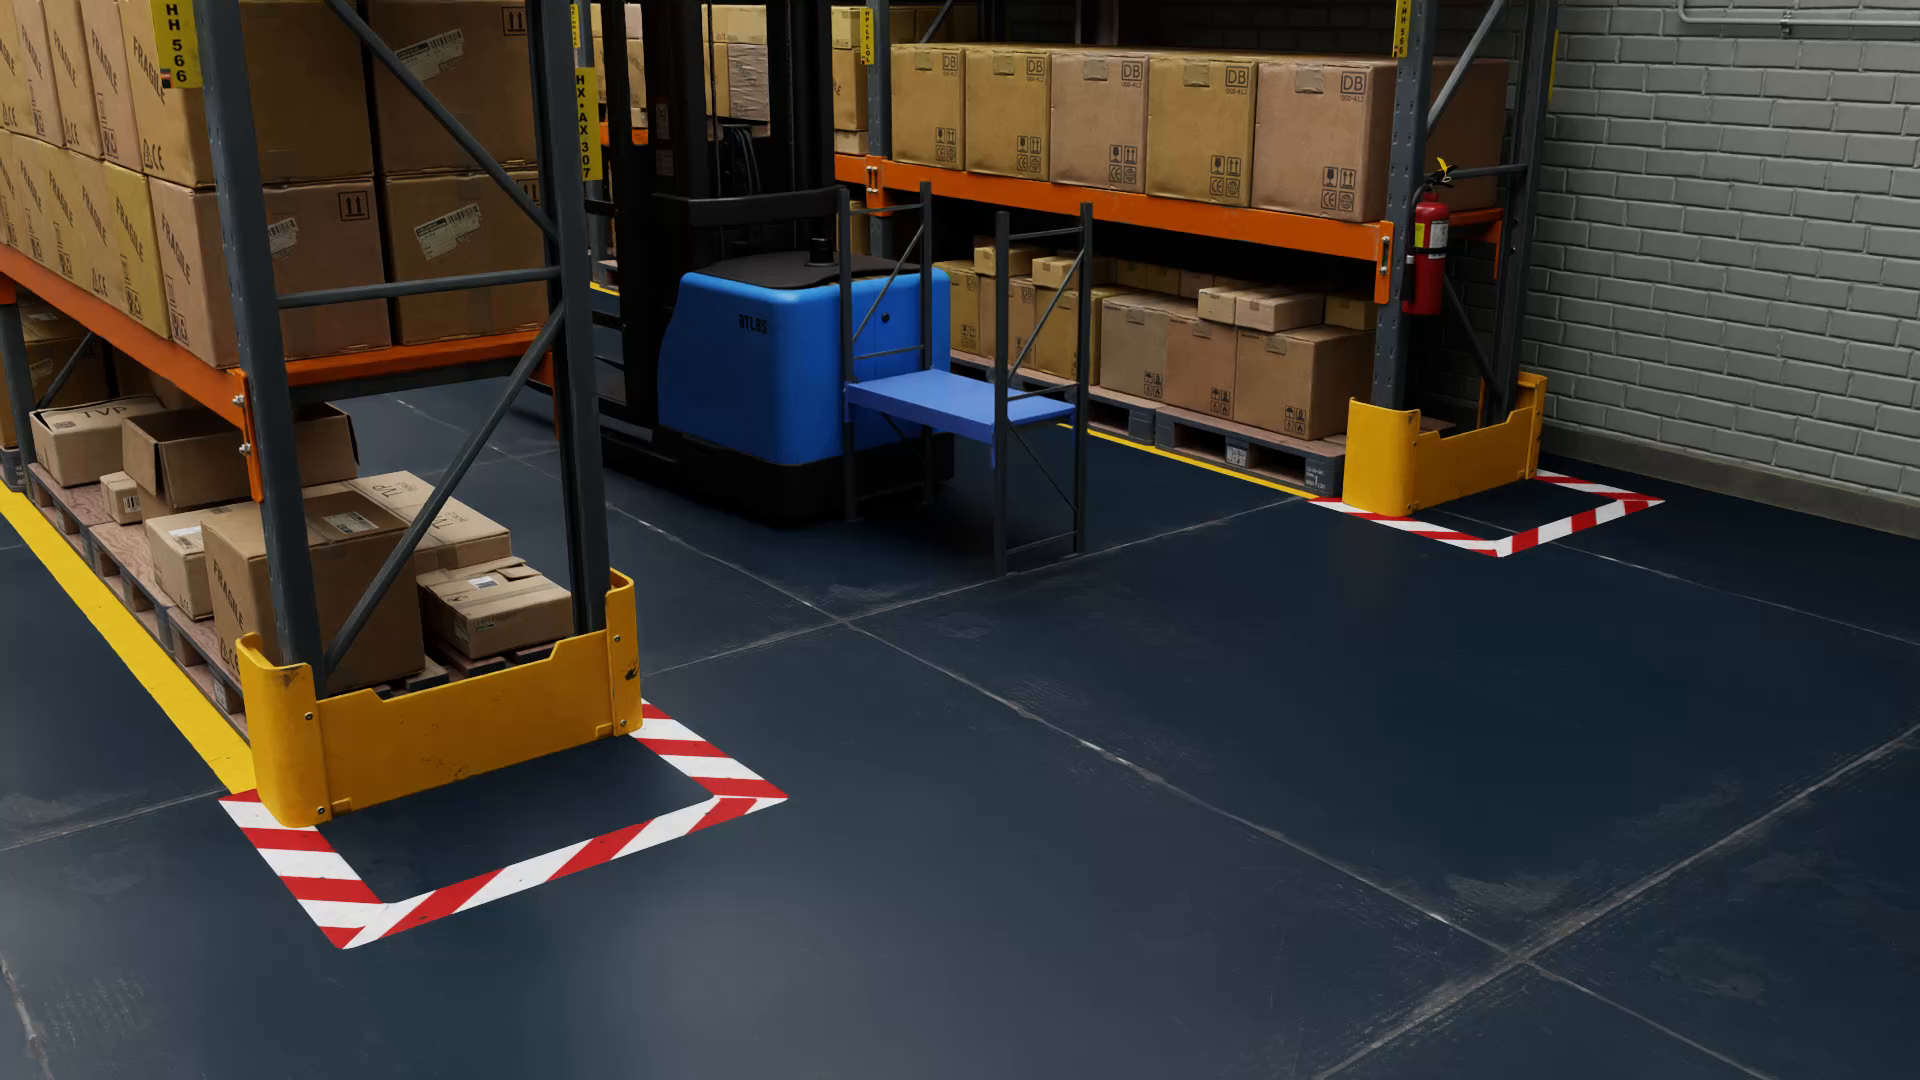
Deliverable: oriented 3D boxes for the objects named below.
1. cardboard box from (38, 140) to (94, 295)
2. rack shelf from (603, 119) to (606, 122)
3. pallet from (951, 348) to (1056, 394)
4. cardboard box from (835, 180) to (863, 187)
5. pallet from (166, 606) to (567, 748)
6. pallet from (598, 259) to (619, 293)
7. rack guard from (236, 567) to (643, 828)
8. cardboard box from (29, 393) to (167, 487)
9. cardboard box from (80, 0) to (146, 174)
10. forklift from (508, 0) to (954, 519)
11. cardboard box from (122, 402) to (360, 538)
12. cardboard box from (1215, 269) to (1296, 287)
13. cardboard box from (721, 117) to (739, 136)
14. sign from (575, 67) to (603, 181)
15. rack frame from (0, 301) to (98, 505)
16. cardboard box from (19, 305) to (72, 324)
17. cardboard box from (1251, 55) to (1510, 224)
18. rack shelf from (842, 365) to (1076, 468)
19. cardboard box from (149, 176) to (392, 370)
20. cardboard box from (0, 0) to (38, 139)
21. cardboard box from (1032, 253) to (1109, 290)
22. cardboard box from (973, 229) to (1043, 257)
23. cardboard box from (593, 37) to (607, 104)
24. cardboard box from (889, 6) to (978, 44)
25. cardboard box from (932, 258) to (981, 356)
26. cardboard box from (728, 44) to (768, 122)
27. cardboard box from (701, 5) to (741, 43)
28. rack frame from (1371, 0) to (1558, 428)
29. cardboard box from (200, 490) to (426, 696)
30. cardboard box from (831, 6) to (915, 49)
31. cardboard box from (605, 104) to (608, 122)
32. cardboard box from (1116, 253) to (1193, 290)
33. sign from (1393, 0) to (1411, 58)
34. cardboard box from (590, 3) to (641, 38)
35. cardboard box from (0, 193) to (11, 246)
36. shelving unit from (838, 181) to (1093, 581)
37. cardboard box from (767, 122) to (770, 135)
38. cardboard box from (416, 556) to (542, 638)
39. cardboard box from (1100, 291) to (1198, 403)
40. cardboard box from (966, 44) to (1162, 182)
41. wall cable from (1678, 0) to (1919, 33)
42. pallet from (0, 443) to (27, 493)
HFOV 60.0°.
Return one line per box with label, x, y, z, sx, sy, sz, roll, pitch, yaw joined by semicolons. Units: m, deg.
cardboard box;-2.977;-1.195;6.042;0.500;0.500;0.500;-14;23;-37
rack shelf;-3.870;-3.806;15.228;1.077;0.370;4.000;-14;23;-36
pallet;0.266;-1.142;10.477;1.003;0.211;1.213;-14;23;-36
cardboard box;-1.204;-2.201;11.989;0.750;0.750;0.750;-13;22;-34
pallet;-2.085;0.394;5.839;1.003;0.211;1.213;-14;23;-36
pallet;-2.198;-2.122;13.434;1.003;0.211;1.213;-14;23;-36
rack guard;-1.589;0.453;5.201;1.175;0.500;0.348;-14;23;-36
cardboard box;-3.935;-0.488;7.641;0.500;0.311;0.500;-14;23;-36
cardboard box;-2.348;-1.418;5.123;0.500;0.500;0.500;-13;22;-35
forklift;-1.386;-1.877;8.368;1.130;2.935;3.031;-16;24;-39
cardboard box;-2.855;-0.263;6.656;0.797;0.503;0.637;-14;23;-36
cardboard box;1.590;-1.351;8.948;0.380;0.149;0.250;-14;23;-36
cardboard box;-1.487;-2.976;11.947;0.380;0.149;0.250;-13;22;-34
sign;-1.117;-1.232;4.935;0.100;0.325;0.005;-14;23;-36
rack frame;-4.026;-1.701;7.728;1.000;3.000;0.127;-14;23;-36
cardboard box;-4.857;-0.912;8.623;0.500;0.500;0.500;-14;23;-36
cardboard box;2.014;-1.949;8.000;0.980;0.700;0.700;-13;22;-34
rack shelf;0.005;-0.549;7.208;0.538;0.185;1.000;-15;24;-38
cardboard box;-2.034;-0.820;4.908;0.500;0.500;0.500;-13;22;-34
cardboard box;-3.314;-1.798;6.272;0.500;0.500;0.500;-15;23;-38
cardboard box;0.633;-1.537;9.508;0.380;0.149;0.250;-15;23;-38
cardboard box;0.305;-1.860;10.483;0.380;0.149;0.250;-14;23;-36
cardboard box;-2.527;-3.683;13.049;0.500;0.500;0.500;-13;22;-35
cardboard box;-0.226;-3.387;10.963;0.500;0.250;0.500;-13;22;-34
cardboard box;0.239;-1.477;10.360;0.700;0.500;0.500;-14;23;-35
cardboard box;-1.259;-3.181;11.532;0.500;0.500;0.500;-14;23;-36
cardboard box;-1.579;-3.667;11.808;0.500;0.250;0.500;-15;23;-37
rack frame;2.339;-1.683;7.674;1.000;3.000;0.127;-14;23;-36
cardboard box;-2.073;0.176;5.334;0.500;0.500;0.500;-14;23;-36
cardboard box;-0.635;-3.288;10.664;0.500;0.250;0.500;-13;23;-35
cardboard box;-2.605;-3.418;13.282;0.380;0.149;0.250;-14;23;-37
cardboard box;1.115;-1.540;9.517;0.380;0.149;0.250;-14;23;-37
sign;1.905;-2.243;7.145;0.100;0.325;0.005;-14;23;-36
cardboard box;-2.531;-4.039;12.932;0.500;0.250;0.500;-13;23;-35
cardboard box;-3.923;-1.570;7.172;0.500;0.500;0.500;-13;22;-35
shelving unit;0.005;-0.720;7.151;0.538;1.500;1.048;-15;24;-38
cardboard box;-1.087;-2.771;11.327;0.380;0.149;0.250;-14;23;-36
cardboard box;-1.688;0.189;5.828;0.380;0.166;0.250;-14;23;-36
cardboard box;1.202;-1.096;9.209;0.700;0.500;0.500;-15;23;-38
cardboard box;0.628;-2.493;9.643;0.980;0.700;0.700;-15;23;-37
wall cable;3.875;-2.035;7.119;0.084;1.984;1.851;-14;23;-36
pallet;-4.560;-0.570;8.749;1.003;0.211;1.213;-14;23;-36
